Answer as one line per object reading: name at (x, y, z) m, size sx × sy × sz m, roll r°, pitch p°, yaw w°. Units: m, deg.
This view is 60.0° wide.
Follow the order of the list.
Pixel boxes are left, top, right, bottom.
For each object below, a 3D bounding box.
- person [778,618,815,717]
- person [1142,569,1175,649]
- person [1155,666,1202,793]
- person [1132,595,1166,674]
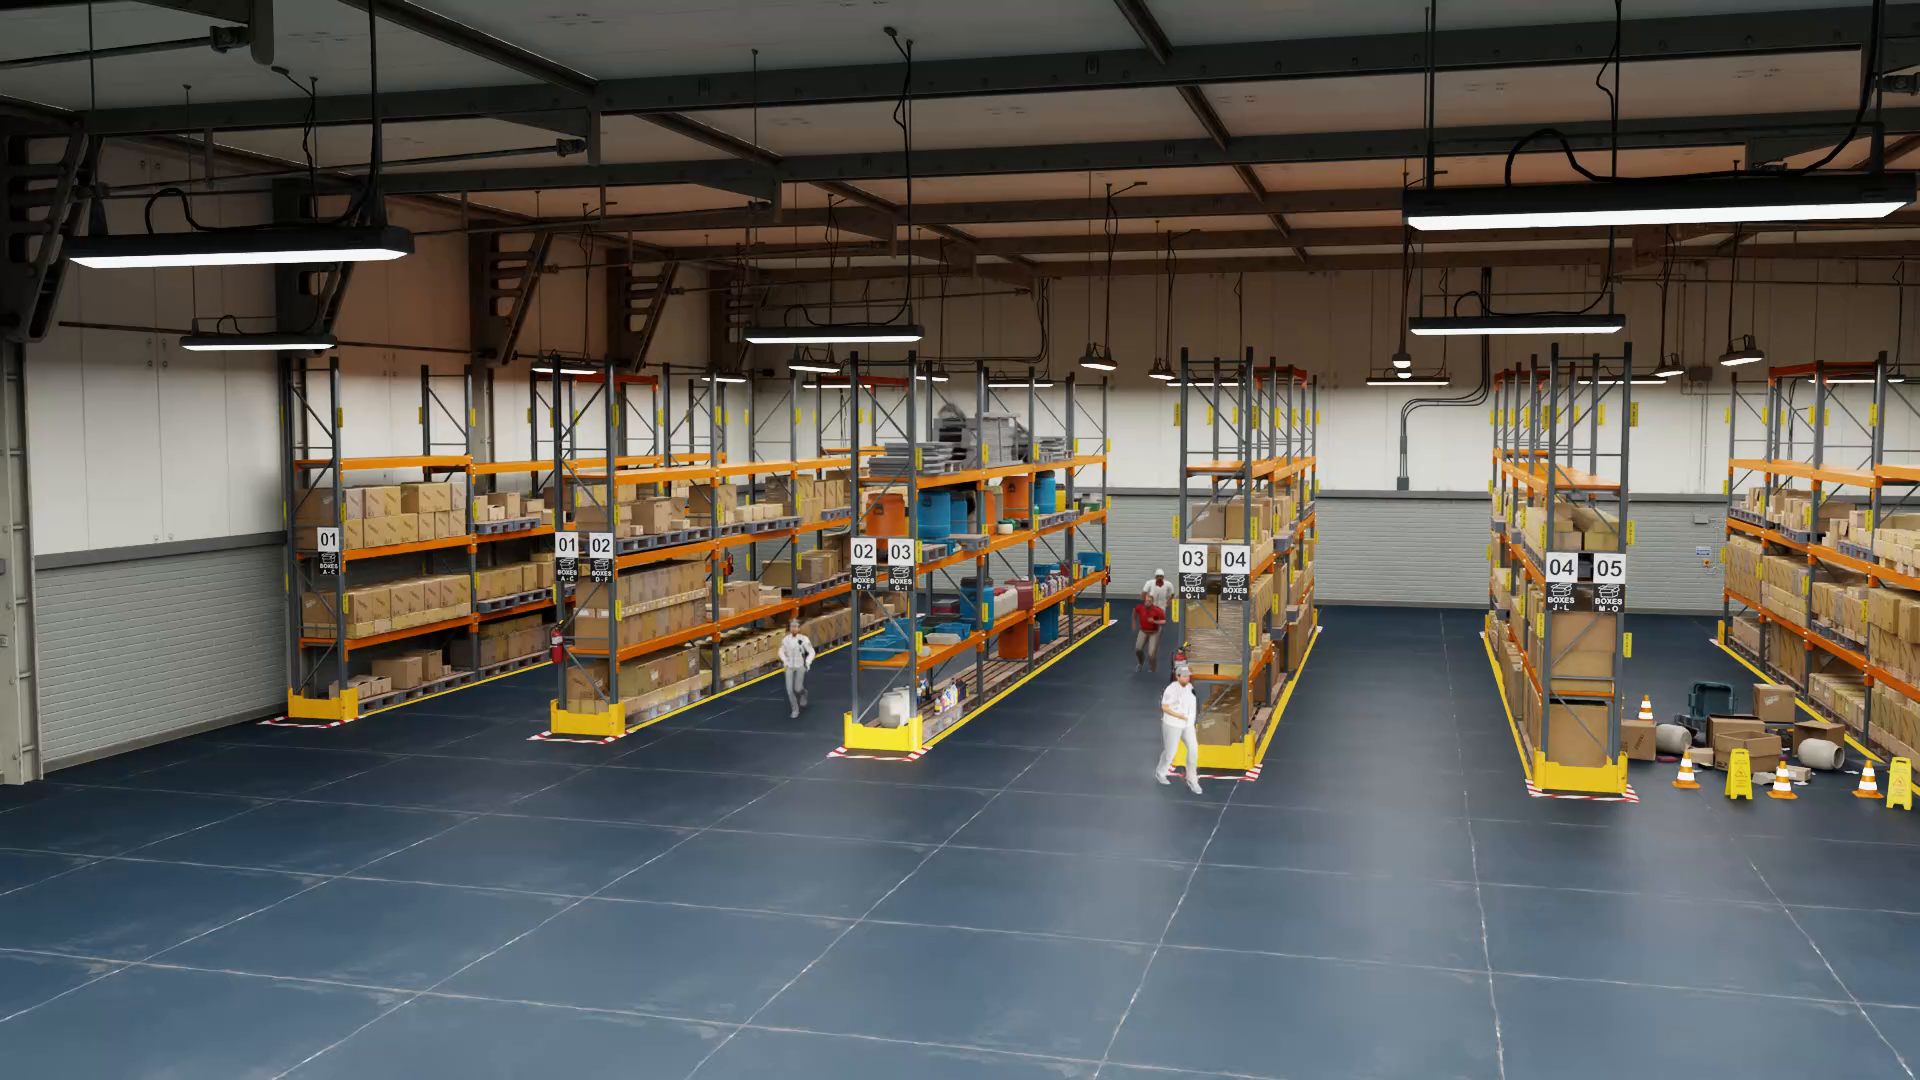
person at (-2.766, 2.138, 27.918) m, size 0.616 × 1.660 × 0.514 m, roll 1°, pitch 4°, yaw 8°
person at (4.343, 1.494, 36.410) m, size 0.712 × 1.743 × 0.873 m, roll 1°, pitch 4°, yaw 10°
person at (2.939, 2.528, 22.407) m, size 0.594 × 1.703 × 0.773 m, roll -2°, pitch 5°, yaw -29°
person at (3.661, 1.853, 32.379) m, size 0.742 × 1.627 × 0.782 m, roll 1°, pitch 4°, yaw 18°
